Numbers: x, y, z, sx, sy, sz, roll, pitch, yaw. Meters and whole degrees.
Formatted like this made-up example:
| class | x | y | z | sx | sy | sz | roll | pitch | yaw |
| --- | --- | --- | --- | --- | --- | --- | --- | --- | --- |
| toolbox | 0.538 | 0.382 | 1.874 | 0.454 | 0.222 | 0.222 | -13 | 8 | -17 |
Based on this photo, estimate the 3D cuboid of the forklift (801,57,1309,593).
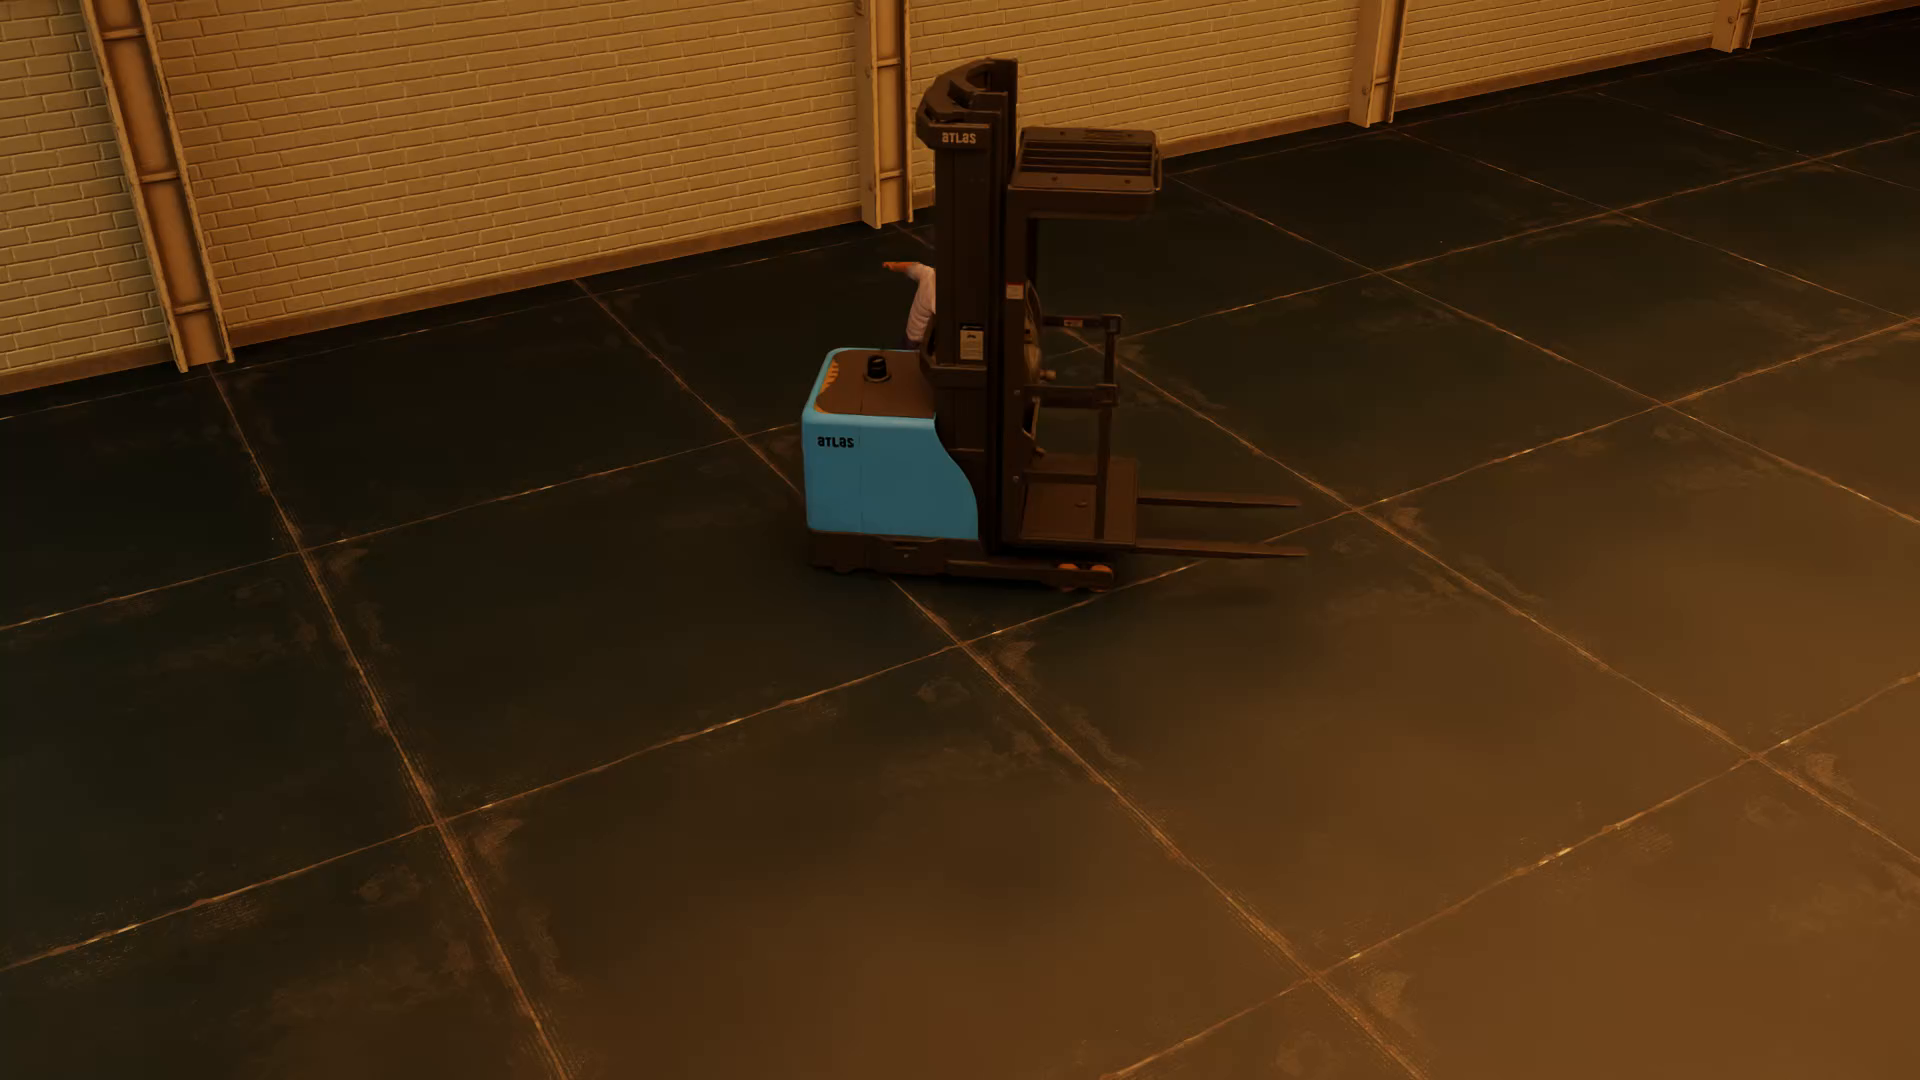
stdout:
| class | x | y | z | sx | sy | sz | roll | pitch | yaw |
| --- | --- | --- | --- | --- | --- | --- | --- | --- | --- |
| forklift | 0.610 | -1.228 | 9.699 | 3.031 | 2.935 | 1.130 | 3 | 31 | 5 |

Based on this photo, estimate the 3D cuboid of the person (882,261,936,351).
| class | x | y | z | sx | sy | sz | roll | pitch | yaw |
| --- | --- | --- | --- | --- | --- | --- | --- | --- | --- |
| person | -0.058 | -1.401 | 11.594 | 0.852 | 1.346 | 1.169 | -4 | 31 | -7 |
